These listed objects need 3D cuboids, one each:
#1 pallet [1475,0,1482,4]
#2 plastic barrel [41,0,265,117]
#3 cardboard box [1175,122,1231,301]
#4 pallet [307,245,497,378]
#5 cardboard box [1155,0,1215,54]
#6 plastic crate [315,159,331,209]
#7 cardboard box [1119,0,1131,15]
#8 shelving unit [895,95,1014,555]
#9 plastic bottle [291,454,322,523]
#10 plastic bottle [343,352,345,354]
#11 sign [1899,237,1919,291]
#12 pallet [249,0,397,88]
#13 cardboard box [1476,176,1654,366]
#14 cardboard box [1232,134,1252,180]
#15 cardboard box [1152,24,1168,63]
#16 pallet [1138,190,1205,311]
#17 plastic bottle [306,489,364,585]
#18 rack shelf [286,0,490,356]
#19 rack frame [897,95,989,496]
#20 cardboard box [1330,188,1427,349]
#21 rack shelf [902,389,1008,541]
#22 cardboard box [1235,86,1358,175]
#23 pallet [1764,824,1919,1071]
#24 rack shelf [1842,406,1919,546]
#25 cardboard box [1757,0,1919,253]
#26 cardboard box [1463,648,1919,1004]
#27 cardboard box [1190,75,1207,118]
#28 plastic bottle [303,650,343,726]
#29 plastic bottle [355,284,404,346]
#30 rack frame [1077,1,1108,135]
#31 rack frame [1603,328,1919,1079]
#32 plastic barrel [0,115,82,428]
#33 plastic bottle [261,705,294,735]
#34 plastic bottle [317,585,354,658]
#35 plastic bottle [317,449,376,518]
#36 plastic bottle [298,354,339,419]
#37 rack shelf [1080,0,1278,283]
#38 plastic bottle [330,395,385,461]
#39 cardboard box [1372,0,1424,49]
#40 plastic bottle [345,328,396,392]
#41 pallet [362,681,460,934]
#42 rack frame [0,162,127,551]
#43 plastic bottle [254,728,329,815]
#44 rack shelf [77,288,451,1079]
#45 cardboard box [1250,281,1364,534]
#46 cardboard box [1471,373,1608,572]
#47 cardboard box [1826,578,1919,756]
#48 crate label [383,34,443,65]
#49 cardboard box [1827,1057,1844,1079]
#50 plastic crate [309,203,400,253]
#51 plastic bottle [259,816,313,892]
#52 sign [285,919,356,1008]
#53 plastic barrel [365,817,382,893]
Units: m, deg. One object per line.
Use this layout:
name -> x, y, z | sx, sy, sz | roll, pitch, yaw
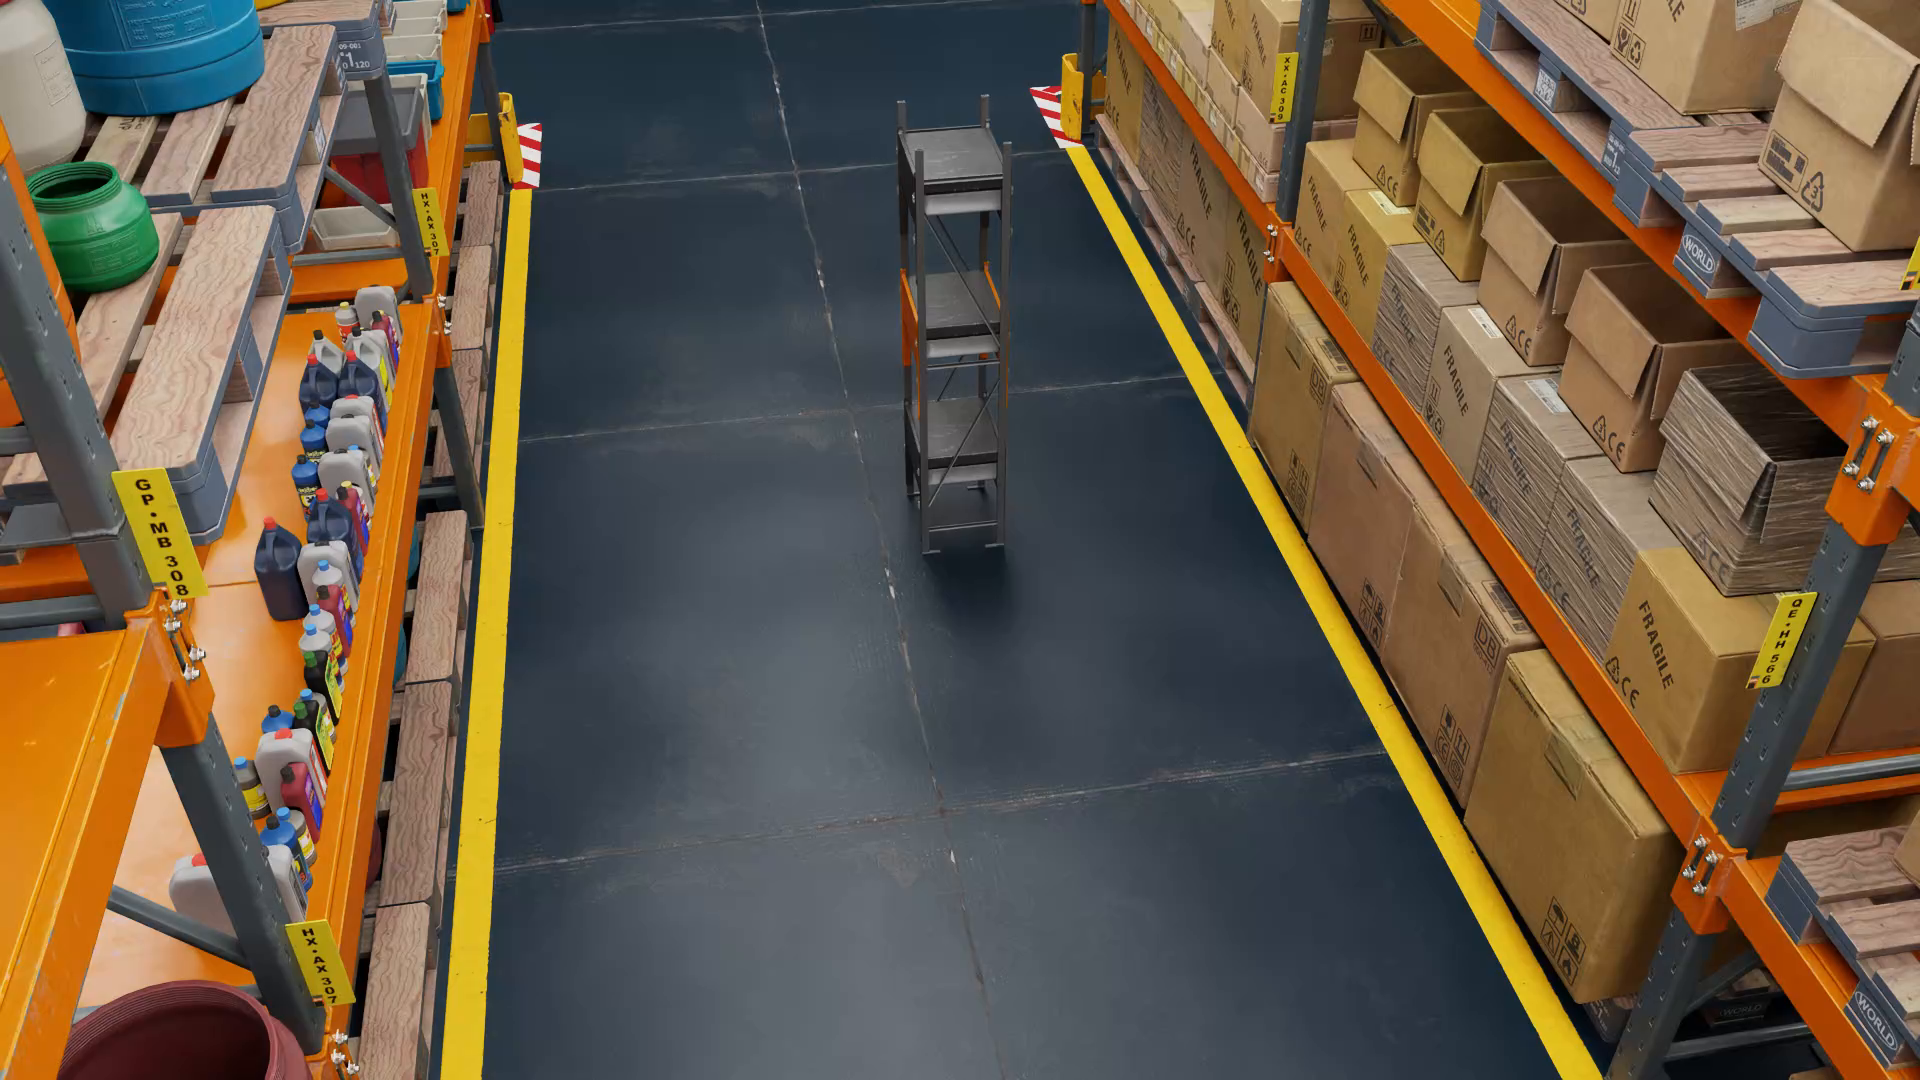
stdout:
pallet -> 2.233, -2.311, 6.390 | 0.805, 0.209, 1.217 | -8, 39, -10
plastic barrel -> -2.403, -1.752, 4.764 | 0.600, 0.901, 0.708 | -6, 38, -8
cardboard box -> 1.829, -2.028, 9.705 | 0.875, 0.875, 0.875 | -6, 38, -8
pallet -> -3.237, -1.295, 9.645 | 1.003, 0.211, 1.213 | -6, 38, -8
cardboard box -> 1.420, -2.974, 9.413 | 0.500, 0.250, 0.500 | -7, 38, -9
plastic crate -> -3.313, -1.780, 8.171 | 0.437, 0.125, 0.590 | -6, 38, -8
cardboard box -> 1.198, -3.350, 10.222 | 0.380, 0.149, 0.250 | -7, 38, -9
shelving unit -> -0.029, -0.929, 7.634 | 0.431, 2.100, 0.503 | -6, 38, -8
plastic bottle -> -2.368, -0.192, 6.057 | 0.097, 0.271, 0.097 | 0, 38, 0
plastic bottle -> -2.521, -0.691, 6.756 | 0.097, 0.201, 0.097 | 0, 38, 0
sign -> 2.177, -0.700, 3.674 | 0.100, 0.325, 0.005 | -6, 38, -8
pallet -> -2.619, -1.865, 5.814 | 1.213, 0.211, 1.003 | -6, 38, -8
cardboard box -> 2.377, -1.012, 6.108 | 0.797, 0.503, 0.637 | -5, 38, -6
cardboard box -> 1.602, -1.956, 8.427 | 0.380, 0.149, 0.250 | -6, 38, -7
cardboard box -> 1.331, -2.888, 9.628 | 0.380, 0.149, 0.250 | -7, 38, -9
pallet -> 1.750, -1.855, 10.366 | 1.003, 0.211, 1.213 | -6, 38, -8
plastic bottle -> -2.176, -0.013, 5.762 | 0.144, 0.351, 0.185 | -6, 38, -8
rack shelf -> -3.203, -2.142, 9.048 | 1.077, 0.370, 4.000 | -6, 38, -8
rack frame -> -0.072, -1.077, 7.824 | 0.400, 2.100, 0.015 | -6, 38, -8
cardboard box -> 1.947, -1.182, 7.144 | 0.500, 0.500, 0.500 | -6, 38, -8
rack shelf -> -0.029, -0.366, 8.072 | 0.431, 0.518, 0.480 | -6, 38, -8
cardboard box -> 1.688, -2.047, 8.220 | 0.500, 0.250, 0.500 | -7, 38, -9
pallet -> 2.955, 1.160, 4.368 | 1.213, 0.211, 1.003 | -6, 38, -8
rack shelf -> 3.076, 0.973, 2.594 | 1.077, 0.370, 4.000 | -6, 38, -8
cardboard box -> 2.547, -1.086, 4.232 | 0.797, 0.503, 0.637 | -4, 38, -5
cardboard box -> 2.625, 0.920, 5.911 | 1.225, 0.875, 0.875 | -8, 39, -10
cardboard box -> 1.467, -2.422, 9.027 | 0.380, 0.149, 0.250 | -6, 38, -7
plastic bottle -> -2.009, 0.444, 5.229 | 0.061, 0.283, 0.133 | -6, 38, -8
plastic bottle -> -2.465, -0.965, 7.049 | 0.152, 0.276, 0.135 | -6, 38, -8
rack frame -> 1.323, -4.166, 11.068 | 1.000, 3.000, 0.127 | -6, 38, -8
rack frame -> 2.725, 0.666, 4.848 | 1.000, 3.000, 0.127 | -6, 38, -8
plastic barrel -> -2.248, -0.665, 3.423 | 0.600, 0.830, 0.708 | -6, 38, -8
plastic bottle -> -2.043, 0.607, 5.028 | 0.097, 0.271, 0.097 | 0, 38, 0
plastic bottle -> -2.066, 0.245, 5.484 | 0.061, 0.283, 0.133 | -6, 38, -8
plastic bottle -> -2.248, -0.219, 6.088 | 0.152, 0.276, 0.135 | -6, 38, -8
plastic bottle -> -2.479, -0.551, 6.454 | 0.144, 0.351, 0.185 | -6, 38, -8
rack shelf -> 1.673, -2.674, 9.734 | 1.077, 0.370, 4.000 | -6, 38, -8
plastic bottle -> -2.313, -0.440, 6.373 | 0.152, 0.276, 0.135 | -6, 38, -8
cardboard box -> 2.192, -2.422, 8.090 | 0.500, 0.500, 0.500 | -6, 38, -8
plastic bottle -> -2.401, -0.745, 6.765 | 0.152, 0.276, 0.135 | -6, 38, -8
pallet -> -2.541, 1.093, 6.572 | 1.003, 0.211, 1.213 | -6, 38, -8
rack frame -> -2.151, -1.171, 2.322 | 1.000, 3.000, 0.127 | -6, 38, -8
plastic bottle -> -1.990, 0.672, 4.941 | 0.152, 0.276, 0.135 | -6, 38, -8
rack shelf -> -2.502, 0.274, 5.938 | 1.077, 0.370, 4.000 | -6, 38, -8
cardboard box -> 2.156, -0.693, 7.986 | 1.225, 0.875, 0.875 | -6, 38, -8
cardboard box -> 2.219, -0.260, 5.959 | 0.500, 0.500, 0.500 | -7, 38, -9
cardboard box -> 2.908, 0.303, 5.233 | 0.500, 0.500, 0.500 | -5, 38, -7
crate label -> -3.123, -2.738, 9.395 | 0.396, 0.136, 0.243 | -6, 38, -8
cardboard box -> 2.872, 1.584, 4.733 | 0.500, 0.250, 0.500 | -5, 38, -6
plastic crate -> -2.793, -1.434, 7.716 | 0.396, 0.136, 0.243 | -6, 38, -8
plastic bottle -> -1.902, 0.880, 4.677 | 0.097, 0.271, 0.097 | 0, 38, 0
sign -> -1.611, 1.071, 4.194 | 0.100, 0.325, 0.005 | -6, 38, -8
plastic barrel -> -2.452, 1.009, 6.029 | 0.600, 0.588, 0.708 | -6, 38, -8
